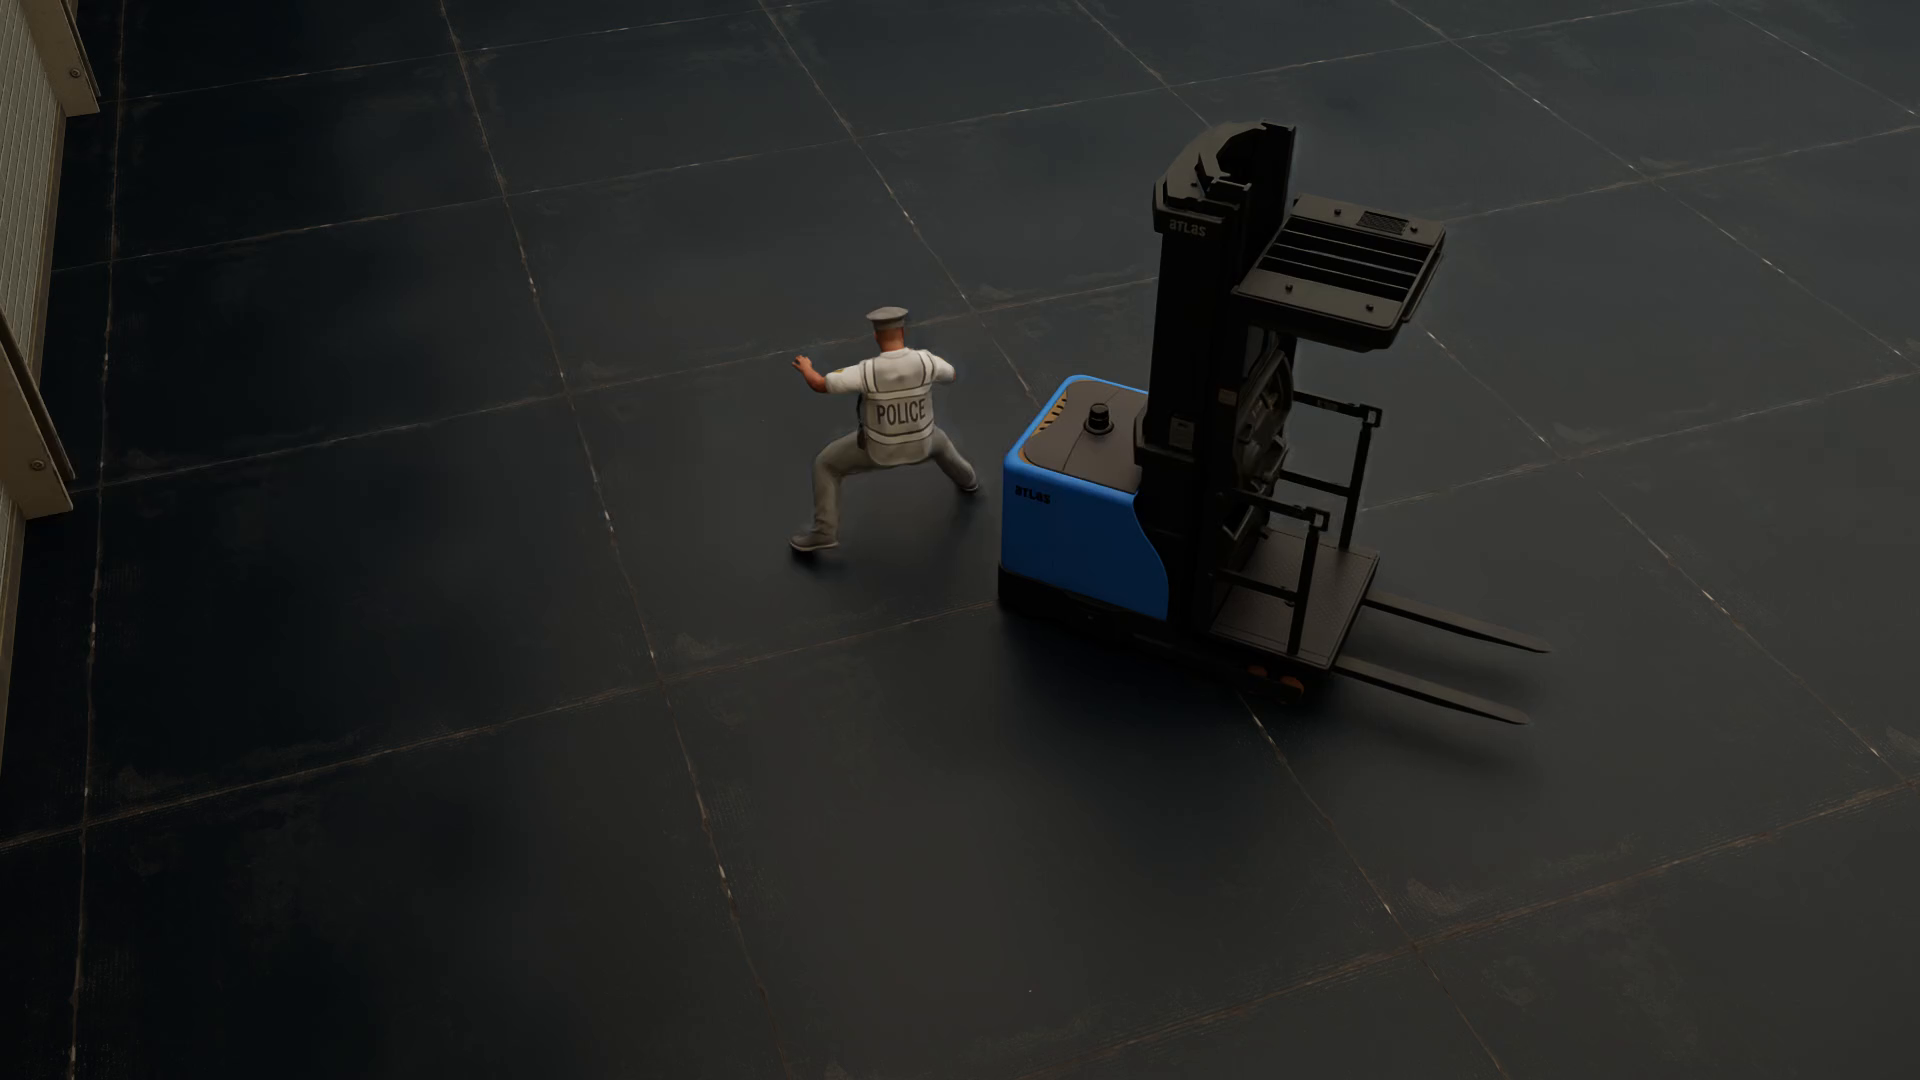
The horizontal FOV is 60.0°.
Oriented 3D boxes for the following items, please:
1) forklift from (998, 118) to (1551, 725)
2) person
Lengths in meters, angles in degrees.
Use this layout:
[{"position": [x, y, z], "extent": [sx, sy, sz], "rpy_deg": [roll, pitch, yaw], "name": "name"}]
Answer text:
[{"position": [1.778, -0.600, 8.711], "extent": [3.031, 2.935, 1.130], "rpy_deg": [17, 43, 20], "name": "forklift"}, {"position": [-0.474, -0.749, 9.969], "extent": [1.282, 1.538, 0.746], "rpy_deg": [-11, 41, -13], "name": "person"}]
